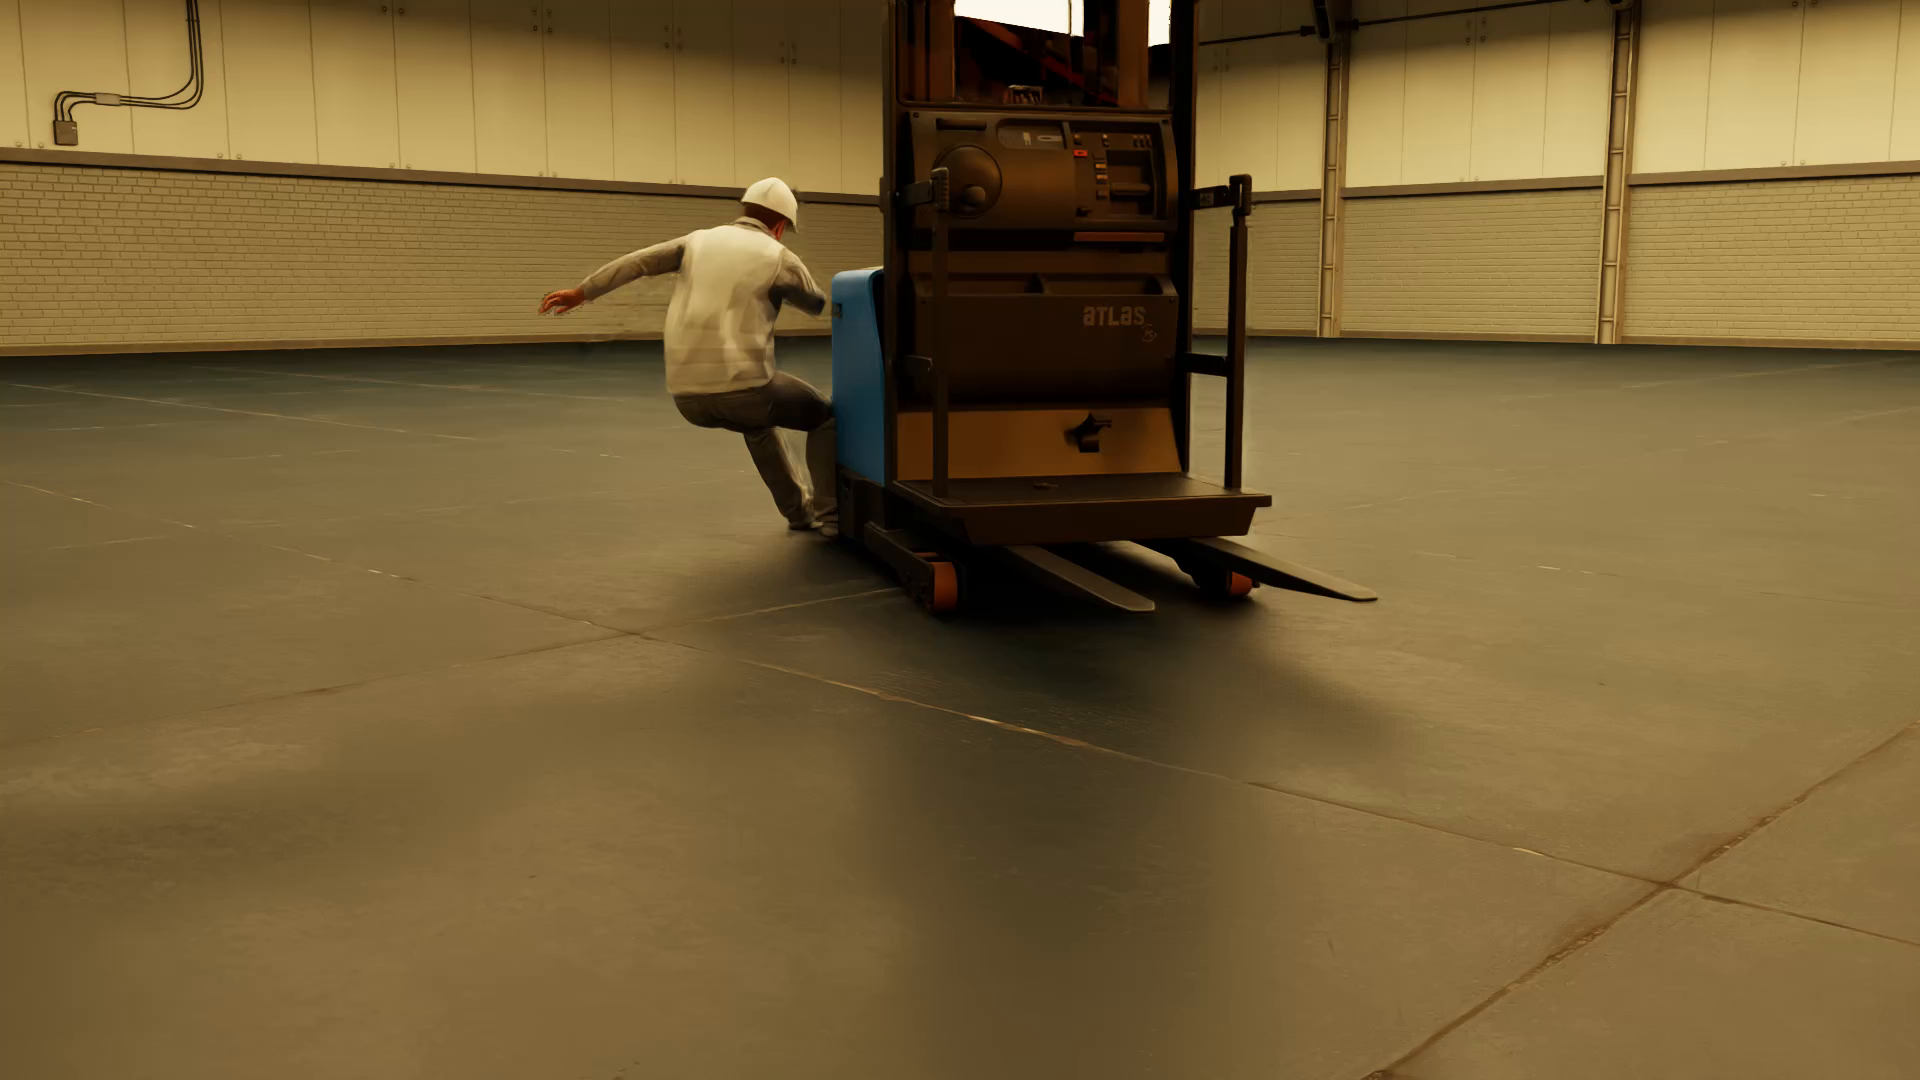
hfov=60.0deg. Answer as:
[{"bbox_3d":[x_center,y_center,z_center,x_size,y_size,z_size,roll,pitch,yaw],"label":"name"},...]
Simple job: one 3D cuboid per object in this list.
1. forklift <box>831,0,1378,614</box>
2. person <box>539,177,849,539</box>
[{"bbox_3d":[0.345,-1.285,5.405,1.130,2.935,3.031,-2,9,-15],"label":"forklift"},{"bbox_3d":[-0.944,-0.709,6.721,1.178,1.477,0.932,3,9,22],"label":"person"}]
